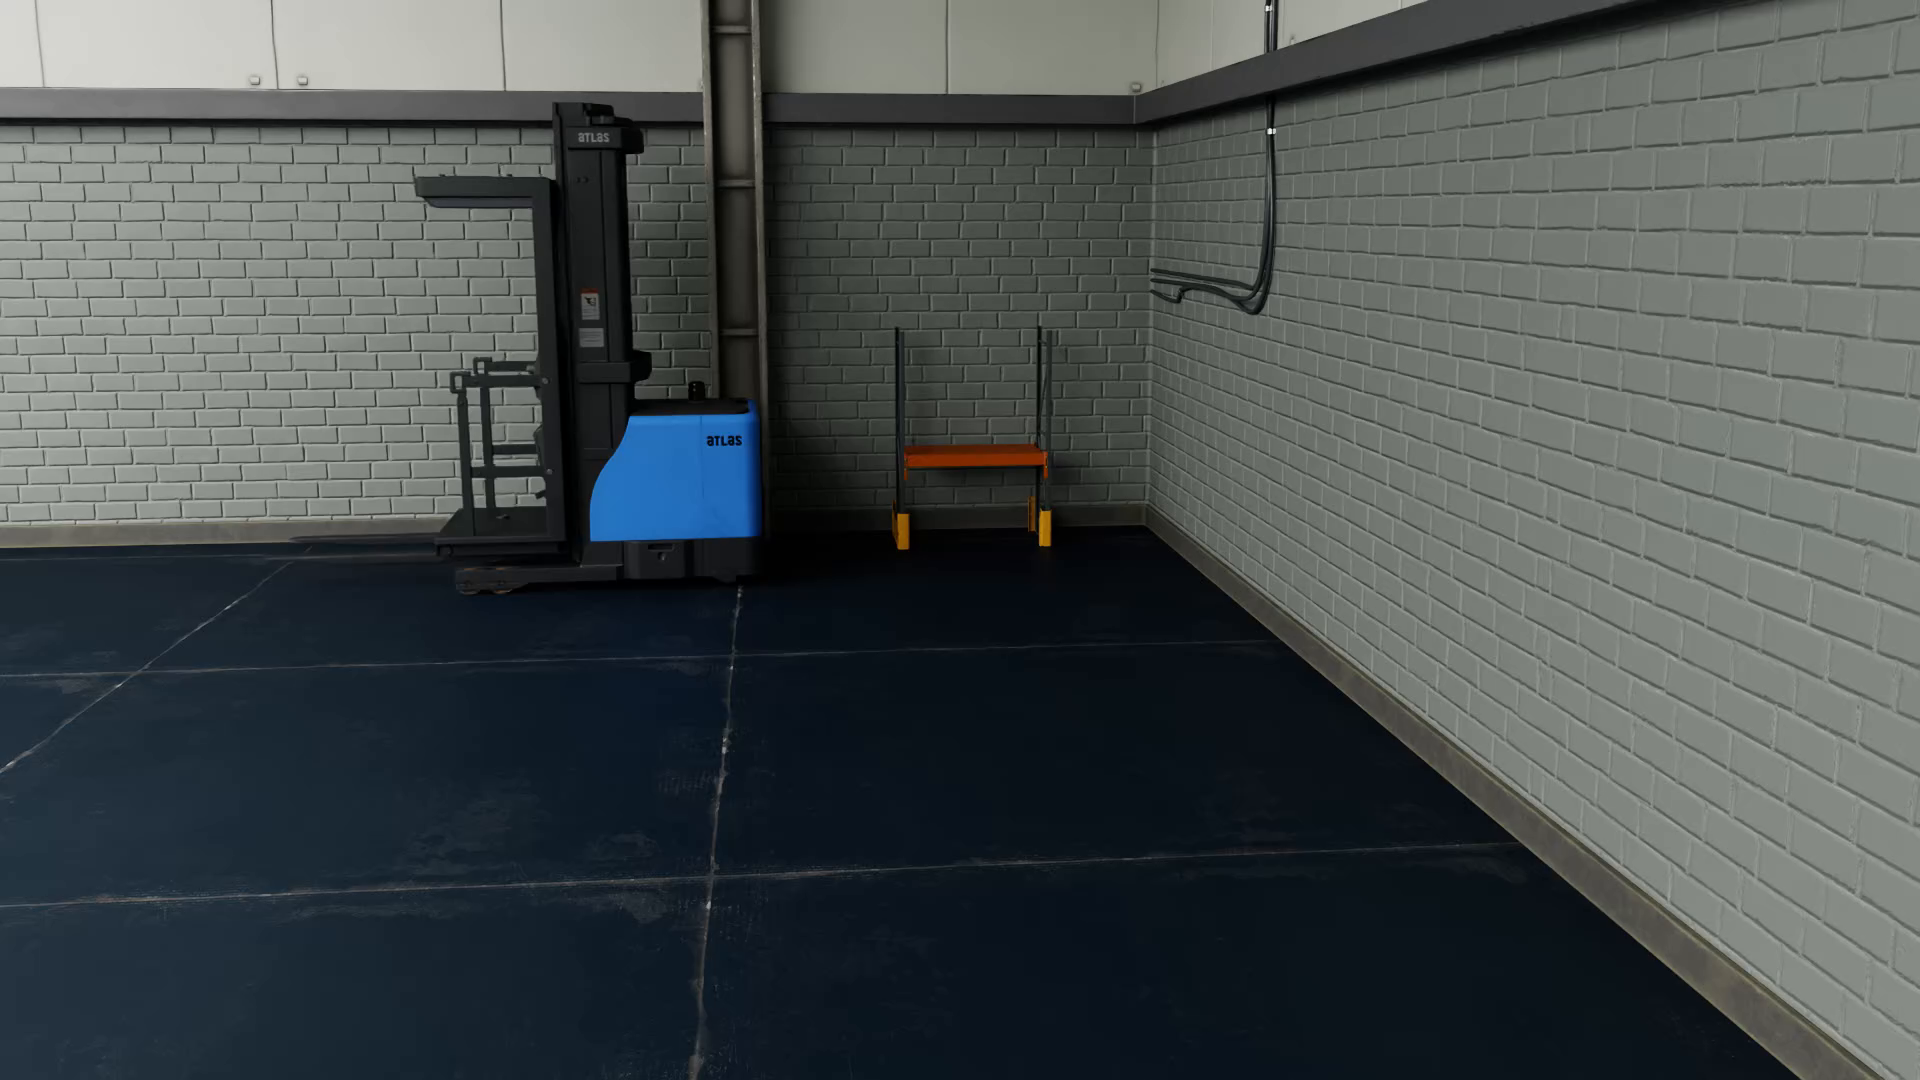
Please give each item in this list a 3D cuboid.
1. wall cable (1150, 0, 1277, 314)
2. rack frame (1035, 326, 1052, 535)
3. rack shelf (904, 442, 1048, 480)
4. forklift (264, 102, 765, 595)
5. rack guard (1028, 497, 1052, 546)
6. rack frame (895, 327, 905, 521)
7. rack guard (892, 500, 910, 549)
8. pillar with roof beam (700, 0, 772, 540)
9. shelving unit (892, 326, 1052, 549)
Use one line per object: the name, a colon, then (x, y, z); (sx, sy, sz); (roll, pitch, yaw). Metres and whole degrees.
wall cable: (1.514, -2.727, 10.462); (0.112, 2.526, 3.097); (-1, 11, -6)
rack frame: (0.590, -0.748, 11.786); (0.032, 1.500, 0.500); (-1, 11, -6)
rack shelf: (0.085, -0.561, 11.767); (1.000, 0.185, 0.538); (-1, 11, -6)
forklift: (-2.790, -1.209, 10.418); (3.031, 2.935, 1.130); (-2, 11, -8)
rack guard: (0.571, -0.135, 11.905); (0.087, 0.250, 0.587); (-1, 11, -6)
rack frame: (-0.421, -0.727, 11.678); (0.032, 1.500, 0.500); (-1, 11, -6)
rack guard: (-0.419, -0.114, 11.799); (0.087, 0.250, 0.587); (-1, 11, -6)
pillar with roof beam: (-1.093, -3.617, 6.941); (0.400, 9.000, 9.100); (-1, 11, -6)
shelving unit: (0.076, -0.738, 11.731); (1.083, 1.500, 0.587); (-1, 11, -6)
